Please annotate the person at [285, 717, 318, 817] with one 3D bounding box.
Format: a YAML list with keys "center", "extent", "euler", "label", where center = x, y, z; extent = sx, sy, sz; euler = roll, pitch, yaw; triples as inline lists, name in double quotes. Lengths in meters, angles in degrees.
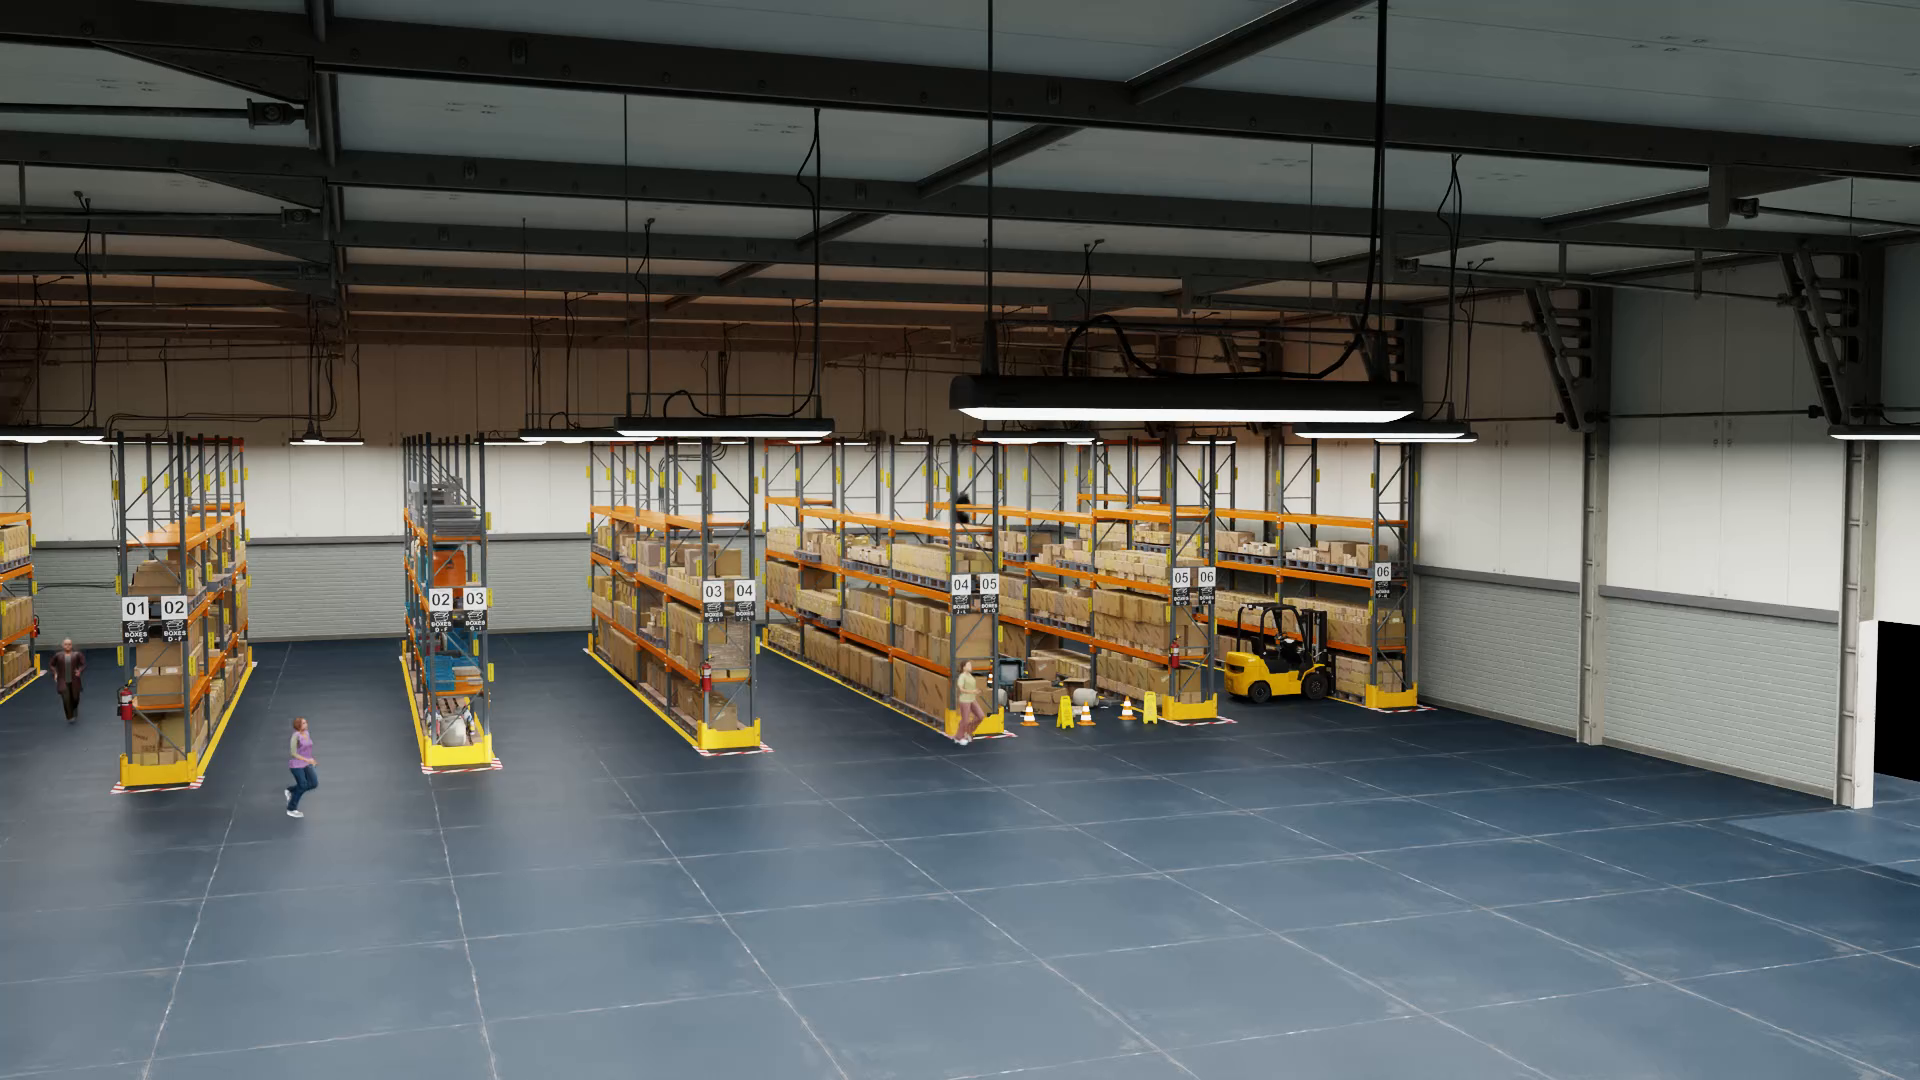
- center: [-10.231, 3.519, 25.858]
  extent: [0.603, 1.561, 0.570]
  euler: [1, 3, 9]
  label: "person"

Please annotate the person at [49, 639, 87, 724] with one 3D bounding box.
- center: [-18.565, 2.932, 34.623]
  extent: [0.704, 1.735, 0.710]
  euler: [-2, 4, -29]
  label: "person"

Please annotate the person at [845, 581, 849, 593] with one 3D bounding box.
- center: [-3.474, 2.077, 50.339]
  extent: [0.601, 1.752, 0.708]
  euler: [-1, 3, -23]
  label: "person"

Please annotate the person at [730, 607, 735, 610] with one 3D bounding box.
- center: [-6.795, 2.242, 47.668]
  extent: [0.751, 1.687, 0.795]
  euler: [1, 3, 15]
  label: "person"

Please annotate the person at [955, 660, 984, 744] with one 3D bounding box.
- center: [0.166, 3.113, 31.997]
  extent: [0.616, 1.635, 0.556]
  euler: [2, 4, 34]
  label: "person"
